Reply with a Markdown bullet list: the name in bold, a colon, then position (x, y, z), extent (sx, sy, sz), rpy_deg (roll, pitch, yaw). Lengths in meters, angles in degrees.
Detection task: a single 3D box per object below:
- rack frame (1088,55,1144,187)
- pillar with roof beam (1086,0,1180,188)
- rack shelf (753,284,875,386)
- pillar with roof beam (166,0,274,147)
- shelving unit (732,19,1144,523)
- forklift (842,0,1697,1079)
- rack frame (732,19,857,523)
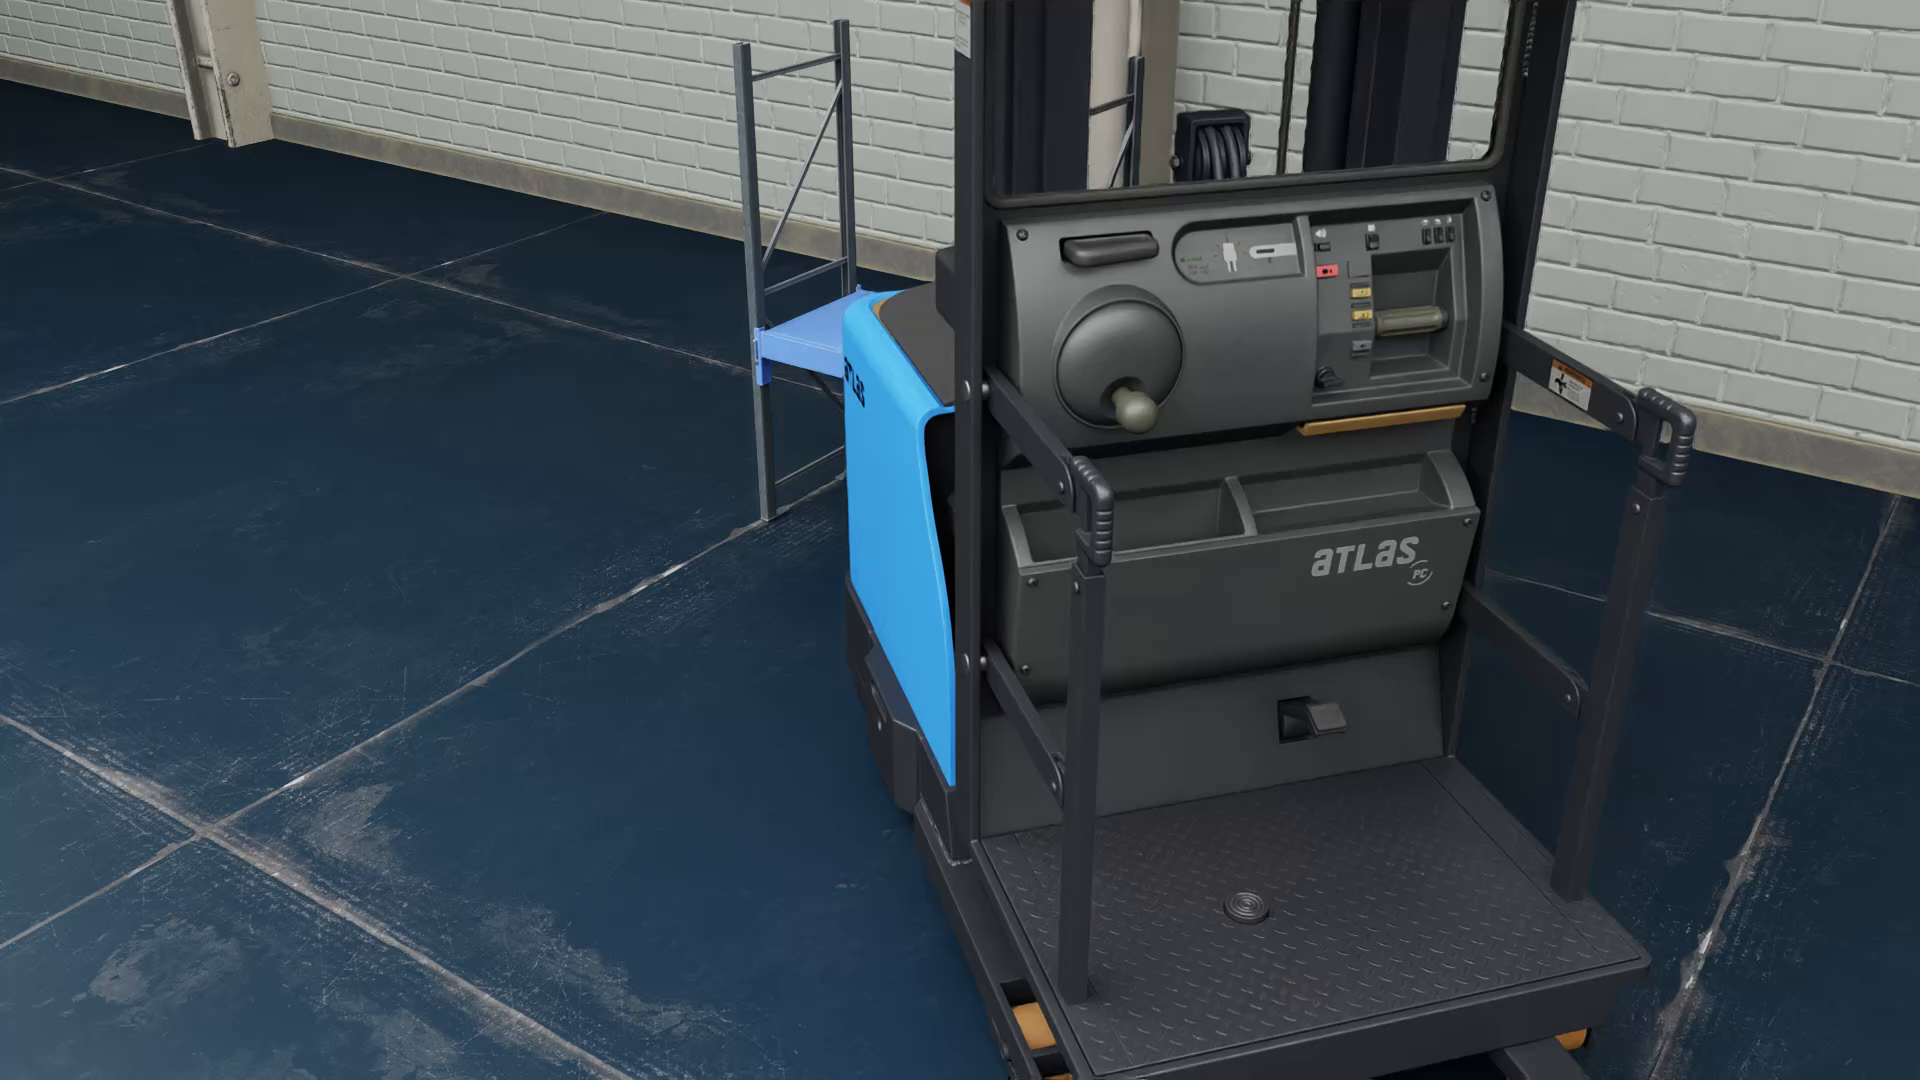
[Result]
- **rack frame**: position (0.349, -0.560, 4.696), extent (0.032, 1.500, 0.500), rpy_deg (17, 32, 30)
- **pillar with roof beam**: position (-1.843, -3.279, 1.771), extent (0.400, 9.000, 9.100), rpy_deg (17, 32, 30)
- **rack shelf**: position (-0.070, -0.530, 5.034), extent (1.000, 0.185, 0.538), rpy_deg (17, 32, 30)
- **pillar with roof beam**: position (-6.788, -4.819, 4.798), extent (0.400, 9.000, 9.100), rpy_deg (17, 32, 30)
- **shelving unit**: position (-0.070, -0.690, 4.953), extent (1.048, 1.500, 0.538), rpy_deg (17, 32, 30)
- **forklift**: position (0.595, -0.371, 2.747), extent (1.130, 2.935, 3.031), rpy_deg (-7, 28, -14)
- **rack frame**: position (-0.489, -0.821, 5.209), extent (0.032, 1.500, 0.500), rpy_deg (17, 32, 30)
